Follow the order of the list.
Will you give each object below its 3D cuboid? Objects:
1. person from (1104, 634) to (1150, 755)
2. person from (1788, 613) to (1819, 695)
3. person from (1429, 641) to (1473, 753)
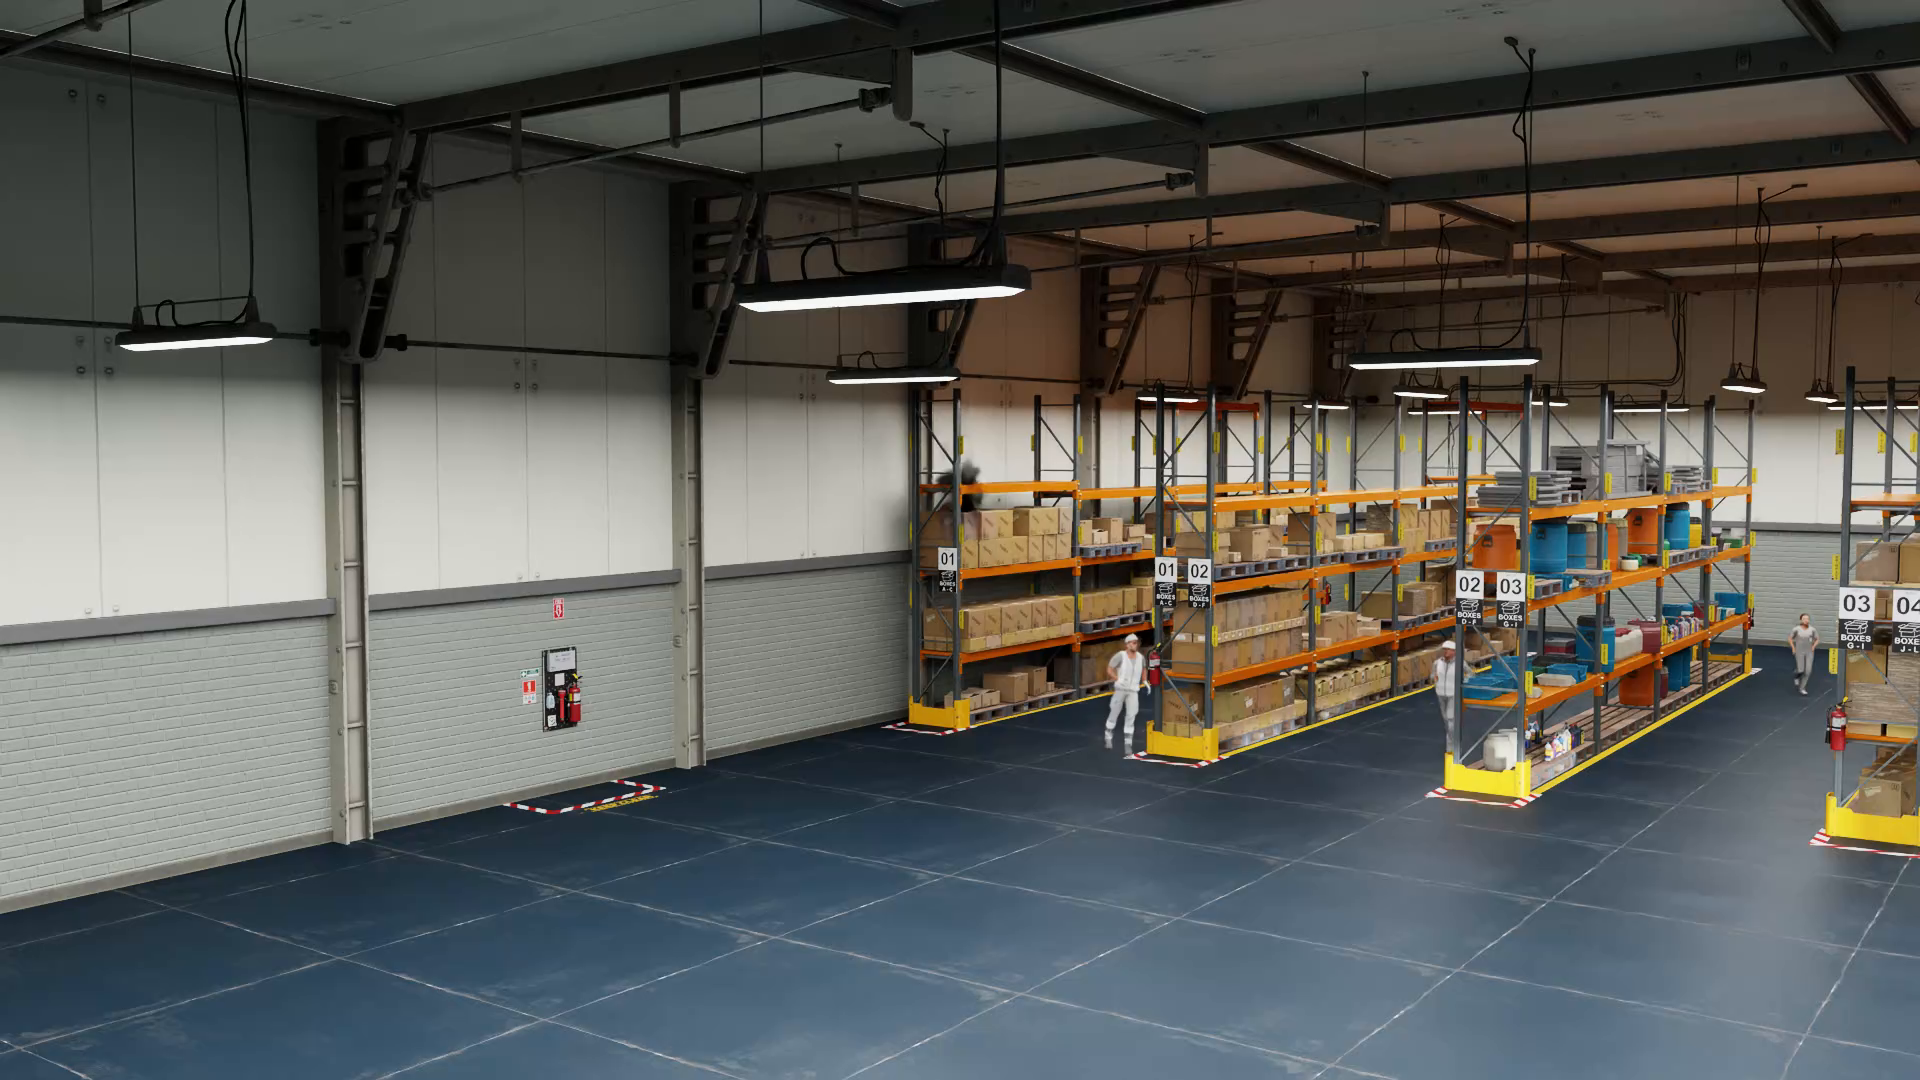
[{"bbox_3d":[2.628,2.357,25.664,0.731,1.804,0.806,-1,3,-14],"label":"person"},{"bbox_3d":[16.999,2.296,33.495,0.557,1.603,0.567,1,3,17],"label":"person"},{"bbox_3d":[8.036,2.568,27.331,0.638,1.835,0.777,3,4,39],"label":"person"}]
